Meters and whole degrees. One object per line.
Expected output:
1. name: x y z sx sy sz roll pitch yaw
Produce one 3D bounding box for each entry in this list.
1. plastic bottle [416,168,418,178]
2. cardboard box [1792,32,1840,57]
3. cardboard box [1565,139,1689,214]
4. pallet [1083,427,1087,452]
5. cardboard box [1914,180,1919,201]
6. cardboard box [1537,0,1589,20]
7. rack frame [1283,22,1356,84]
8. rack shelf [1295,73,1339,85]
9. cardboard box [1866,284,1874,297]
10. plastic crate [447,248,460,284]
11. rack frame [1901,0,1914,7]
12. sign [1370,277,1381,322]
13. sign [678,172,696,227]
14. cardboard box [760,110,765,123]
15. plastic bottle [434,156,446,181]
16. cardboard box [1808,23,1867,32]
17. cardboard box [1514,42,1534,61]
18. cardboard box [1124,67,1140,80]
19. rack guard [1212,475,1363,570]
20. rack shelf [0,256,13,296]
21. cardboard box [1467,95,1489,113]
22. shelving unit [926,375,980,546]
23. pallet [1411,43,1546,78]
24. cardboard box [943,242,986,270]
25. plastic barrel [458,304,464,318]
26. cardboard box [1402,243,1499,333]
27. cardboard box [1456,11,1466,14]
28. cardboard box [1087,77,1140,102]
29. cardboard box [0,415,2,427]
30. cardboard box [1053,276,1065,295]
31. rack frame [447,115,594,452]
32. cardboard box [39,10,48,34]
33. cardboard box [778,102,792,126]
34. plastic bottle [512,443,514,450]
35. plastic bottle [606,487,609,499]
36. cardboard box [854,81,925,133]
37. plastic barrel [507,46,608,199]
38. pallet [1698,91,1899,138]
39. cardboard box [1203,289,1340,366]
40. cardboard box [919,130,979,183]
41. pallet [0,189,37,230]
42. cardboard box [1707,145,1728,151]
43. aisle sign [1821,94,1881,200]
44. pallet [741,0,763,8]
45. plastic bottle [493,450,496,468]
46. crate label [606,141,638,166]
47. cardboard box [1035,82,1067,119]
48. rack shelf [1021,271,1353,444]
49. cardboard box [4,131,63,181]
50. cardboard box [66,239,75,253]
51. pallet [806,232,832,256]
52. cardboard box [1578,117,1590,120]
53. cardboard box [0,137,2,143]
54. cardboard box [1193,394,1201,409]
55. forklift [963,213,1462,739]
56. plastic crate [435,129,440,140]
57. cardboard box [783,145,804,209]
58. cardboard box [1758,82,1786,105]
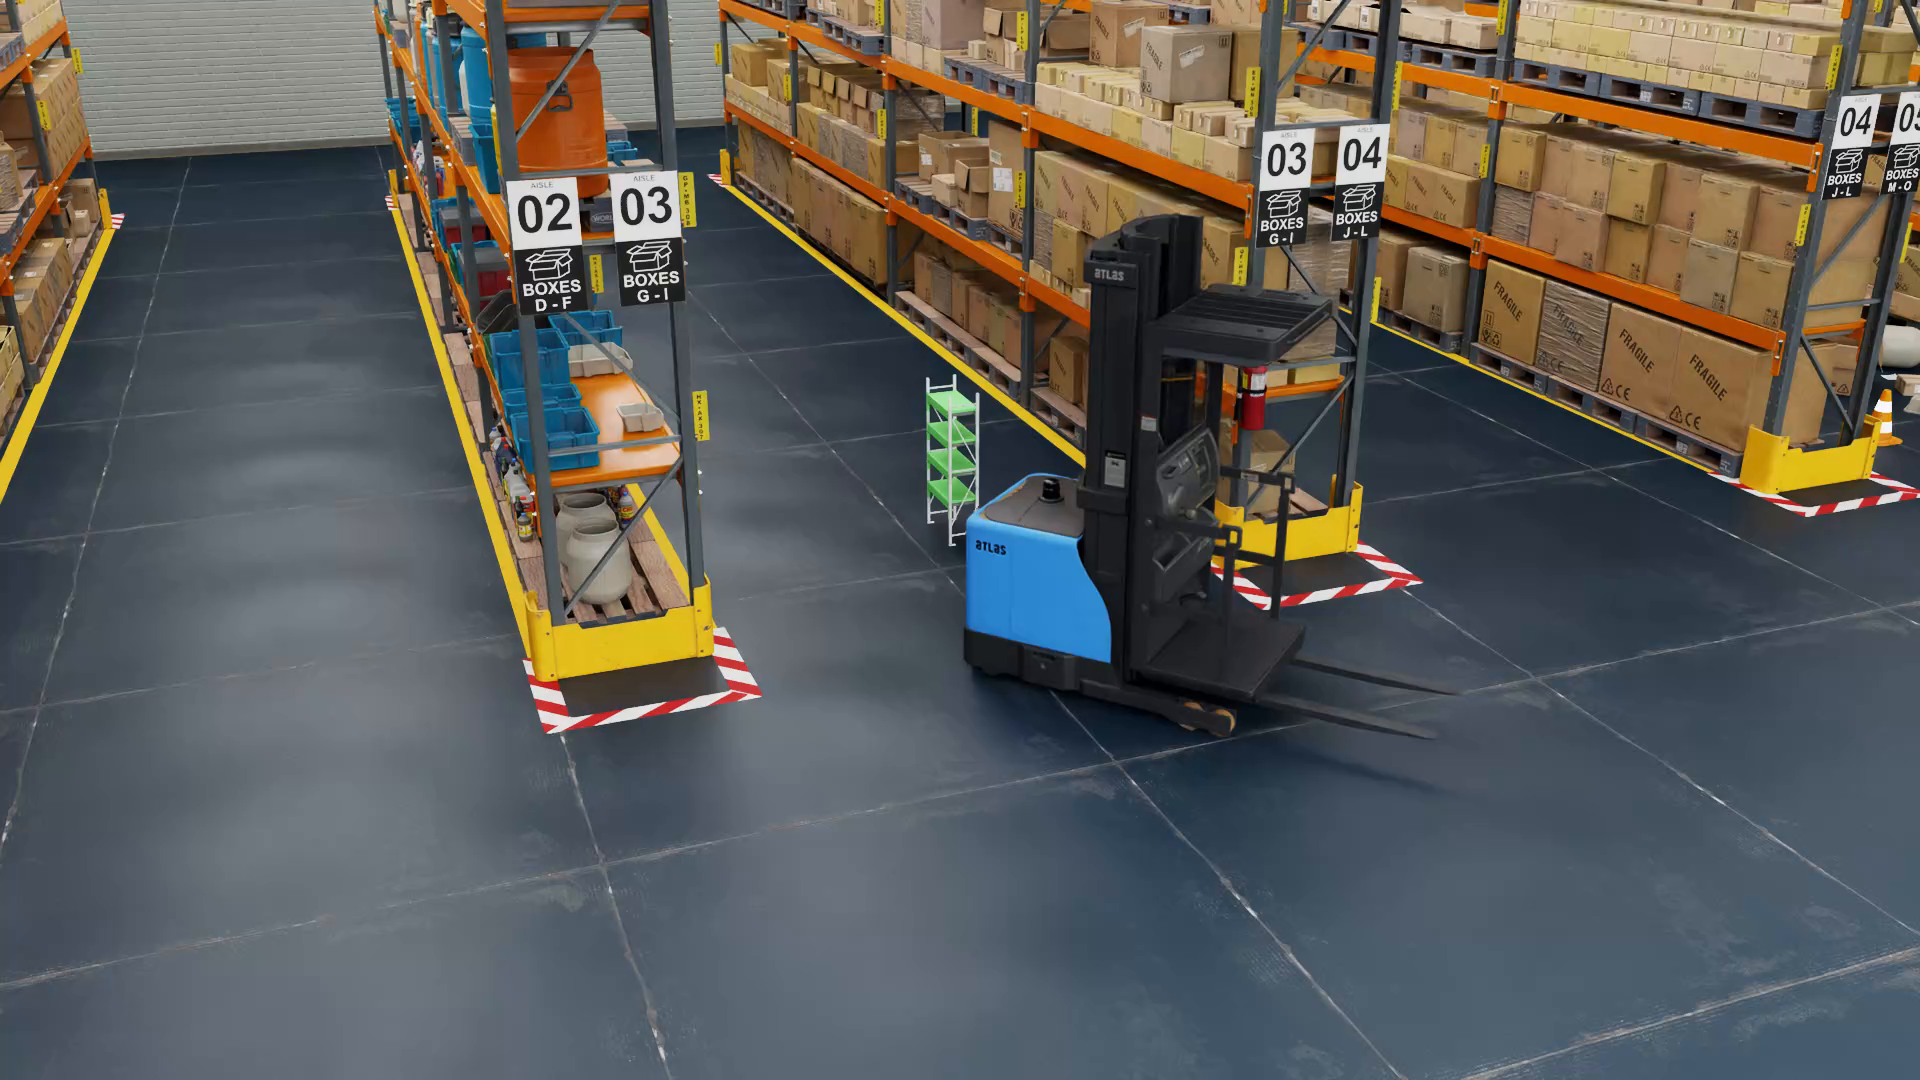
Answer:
1. plastic bottle: -6.377 -4.381 19.661 0.097 0.201 0.097 0 23 0
2. cardboard box: 6.715 -3.855 12.923 0.380 0.149 0.250 -8 24 -18
3. cardboard box: 6.202 -3.388 15.466 0.875 0.550 0.550 -8 24 -19
4. pallet: 1.767 -0.747 14.374 1.003 0.211 1.213 -8 24 -19
5. cardboard box: 10.427 -3.881 17.707 0.500 0.500 0.500 -8 24 -19
6. cardboard box: 5.640 -4.961 15.547 0.380 0.149 0.250 -9 24 -19
7. rack frame: 4.325 -4.812 20.429 1.000 3.000 0.127 -8 24 -19
8. rack shelf: 6.801 -7.377 27.440 1.077 0.370 4.000 -8 24 -19
9. cardboard box: 10.289 -2.750 18.536 0.500 0.250 0.500 -10 25 -21
10. plastic crate: -4.451 -2.532 15.292 0.450 0.188 0.662 -8 24 -19
11. rack frame: 13.563 -6.211 23.747 1.000 3.000 0.127 -8 24 -19
12. sign: 2.983 -1.735 12.014 0.100 0.325 0.005 -8 24 -19
13. sign: -1.642 -2.042 9.984 0.100 0.325 0.005 -8 24 -19
14. cardboard box: -2.632 -6.039 23.663 0.380 0.149 0.250 -9 24 -20
15. plastic bottle: -6.121 -4.349 19.490 0.152 0.276 0.135 -8 24 -19
16. cardboard box: 7.153 -4.128 13.571 0.380 0.149 0.250 -9 24 -20
17. cardboard box: 5.549 -4.686 15.922 0.380 0.149 0.250 -9 24 -20
18. cardboard box: 1.626 -3.945 14.188 0.380 0.149 0.250 -10 25 -22
19. rack guard: 2.448 -0.138 12.556 1.175 0.500 0.348 -8 24 -19
20. rack shelf: -8.913 -1.753 14.096 1.077 0.370 4.000 -8 24 -19
21. cardboard box: 7.766 -6.340 24.248 0.500 0.250 0.500 -9 24 -19
22. shelving unit: -0.058 -0.613 12.783 0.258 1.200 0.503 -8 24 -19
23. pallet: 5.368 -4.979 17.210 0.805 0.209 1.217 -9 25 -21
24. cardboard box: 0.111 -3.134 18.134 0.500 0.250 0.500 -6 23 -13
25. plastic barrel: -5.173 -2.858 18.046 0.600 0.830 0.708 -8 24 -19
26. cardboard box: 5.435 -2.729 17.842 1.050 0.750 0.750 -8 24 -19
27. cardboard box: 5.275 -5.628 18.006 0.396 0.266 0.258 -8 24 -19
28. cardboard box: 1.262 -3.671 13.539 0.380 0.149 0.250 -9 24 -20
29. cardboard box: -8.661 -1.023 14.438 0.500 0.250 0.500 -8 24 -18
30. cardboard box: 1.047 -2.300 14.793 0.380 0.149 0.250 -8 24 -19
31. rack frame: -3.571 -2.036 13.841 1.000 3.000 0.127 -8 24 -19
32. cardboard box: -11.501 -6.333 20.369 0.500 0.250 0.500 -8 24 -19
33. cardboard box: -2.165 -5.814 22.617 0.500 0.250 0.500 -9 24 -20
34. plastic bottle: -3.630 -0.712 13.631 0.061 0.283 0.133 -8 24 -19
35. plastic bottle: -2.735 -0.464 13.058 0.097 0.271 0.097 0 23 0
36. cardboard box: -0.822 -5.182 19.886 0.797 0.503 0.637 -8 24 -18
37. plastic barrel: -2.449 -2.515 10.023 0.600 0.830 0.708 -8 24 -19
38. pallet: 6.879 -3.515 13.604 1.003 0.211 1.213 -8 24 -19
39. cardboard box: 2.307 -1.649 12.411 0.875 0.500 0.500 -8 24 -19
40. cardboard box: -0.123 -4.217 18.348 0.500 0.500 0.500 -12 25 -25
41. pallet: -10.311 -3.428 17.393 1.003 0.211 1.213 -8 24 -19
42. cardboard box: 9.387 -4.869 20.345 0.380 0.149 0.250 -8 24 -17
43. aisle sign: 6.896 -3.037 12.869 0.394 0.787 0.004 -8 24 -19
44. pallet: -2.470 -7.705 23.544 1.003 0.211 1.213 -8 24 -19
45. plastic bottle: -3.797 -0.699 13.707 0.097 0.201 0.097 0 23 0
46. crate label: -2.510 -2.621 11.560 0.502 0.251 0.408 -8 24 -19
47. cardboard box: 0.982 -3.830 14.429 0.500 0.250 0.500 -9 25 -21
48. rack shelf: 1.769 -1.657 13.869 1.077 0.370 4.000 -8 24 -19
49. cardboard box: -10.958 -4.533 19.637 0.500 0.500 0.500 -8 24 -18
50. cardboard box: -11.294 -3.656 20.768 0.380 0.166 0.250 -8 24 -19
51. pallet: -1.421 -4.067 22.251 1.003 0.211 1.213 -8 24 -19
52. cardboard box: 8.511 -5.831 22.395 0.500 0.250 0.500 -8 24 -19
53. cardboard box: -10.772 -4.060 17.974 0.700 0.500 0.500 -5 23 -11
54. cardboard box: 1.824 -0.975 14.003 0.500 0.500 0.500 -6 24 -14
55. forklift: 1.566 -0.394 10.035 3.031 2.935 1.130 12 26 26
56. plastic crate: -6.765 -5.496 22.126 0.437 0.282 0.530 -8 24 -19
57. cardboard box: -1.922 -5.087 23.276 0.875 0.875 0.875 -8 24 -19
58. cardboard box: 6.628 -3.578 13.292 0.380 0.149 0.250 -8 24 -19
